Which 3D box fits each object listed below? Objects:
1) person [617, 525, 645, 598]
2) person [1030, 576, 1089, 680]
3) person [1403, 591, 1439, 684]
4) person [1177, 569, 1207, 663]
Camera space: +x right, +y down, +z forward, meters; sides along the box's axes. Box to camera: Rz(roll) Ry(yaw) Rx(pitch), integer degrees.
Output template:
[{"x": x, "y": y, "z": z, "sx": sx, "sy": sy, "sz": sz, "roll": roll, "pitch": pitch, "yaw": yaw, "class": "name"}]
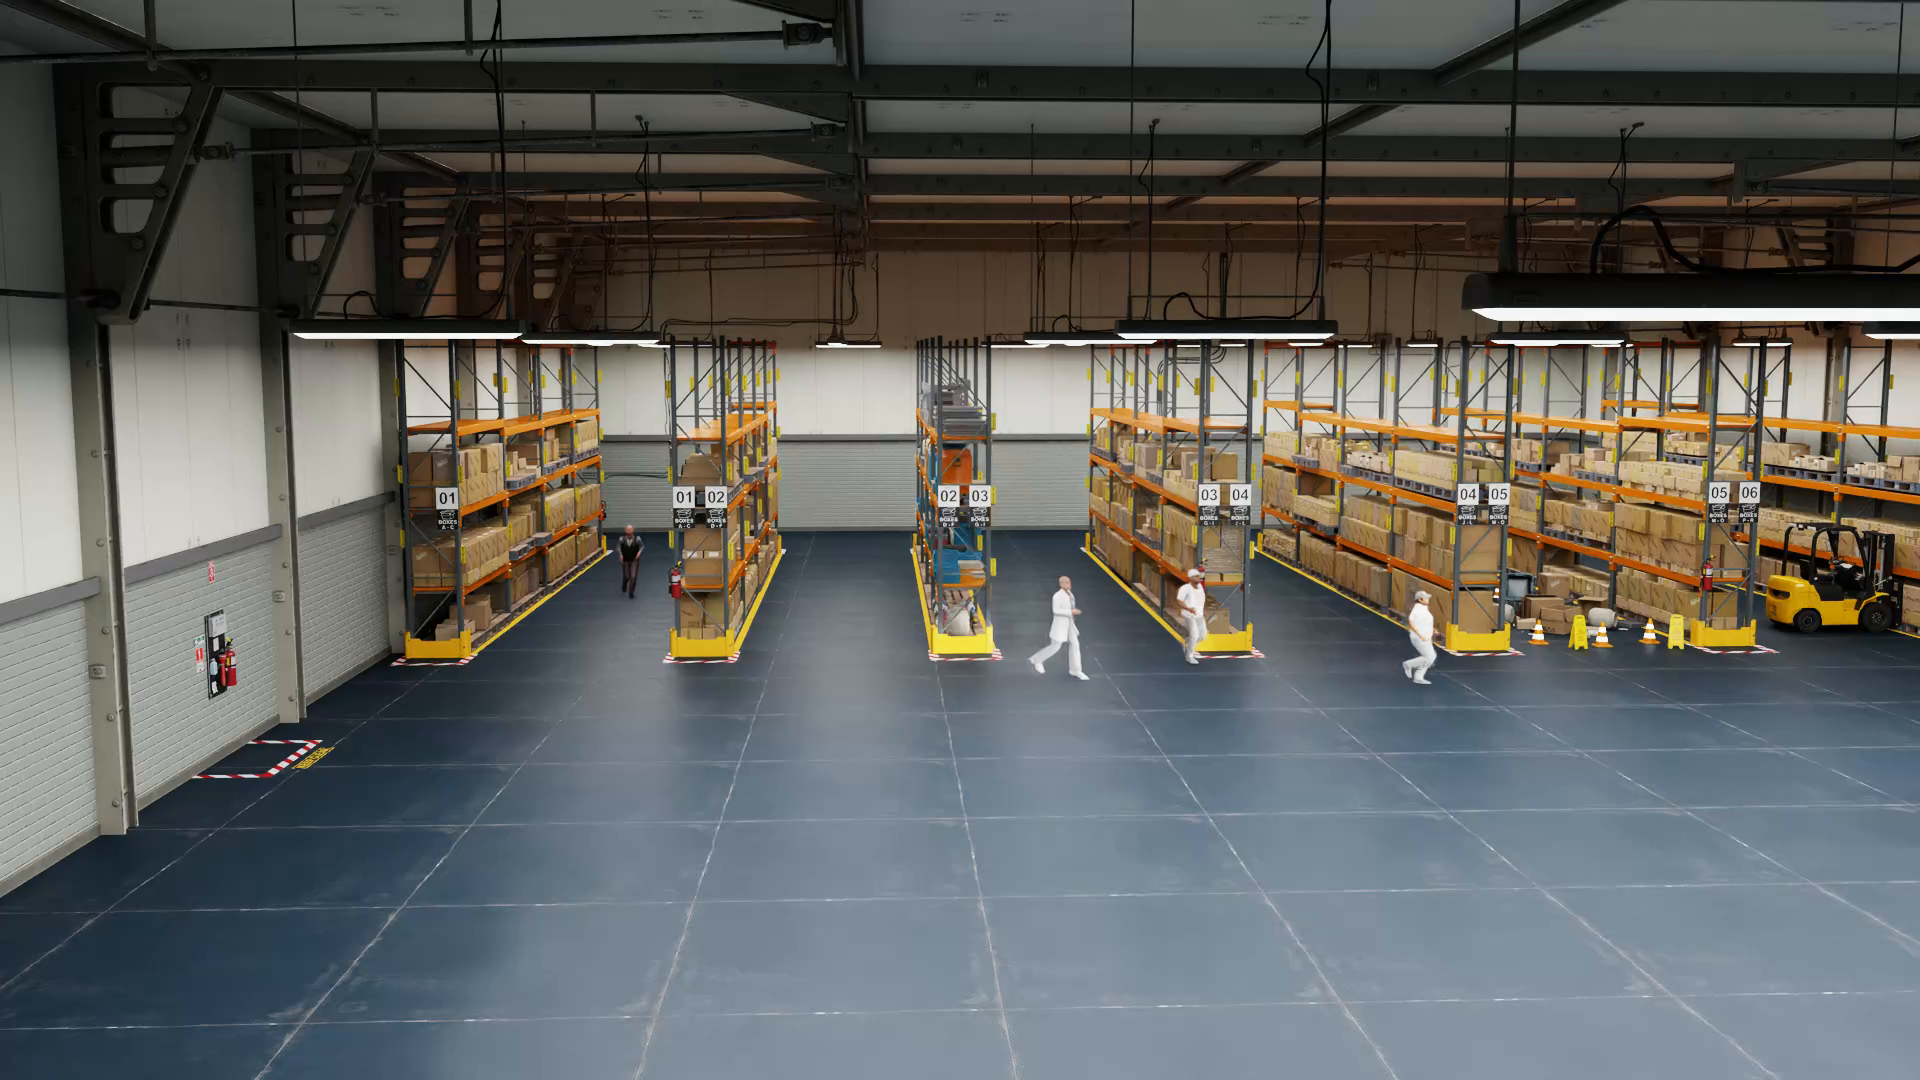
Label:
[{"x": -7.664, "y": 0.496, "z": 38.745, "sx": 0.656, "sy": 1.696, "sz": 0.627, "roll": -1, "pitch": 7, "yaw": -11, "class": "person"}, {"x": 1.765, "y": 1.525, "z": 29.195, "sx": 1.061, "sy": 1.801, "sz": 0.720, "roll": 4, "pitch": 8, "yaw": 33, "class": "person"}, {"x": 7.937, "y": 1.678, "z": 28.621, "sx": 0.554, "sy": 1.617, "sz": 0.621, "roll": 3, "pitch": 7, "yaw": 25, "class": "person"}, {"x": 4.292, "y": 1.393, "z": 30.624, "sx": 0.696, "sy": 1.735, "sz": 0.588, "roll": -5, "pitch": 8, "yaw": -39, "class": "person"}]
